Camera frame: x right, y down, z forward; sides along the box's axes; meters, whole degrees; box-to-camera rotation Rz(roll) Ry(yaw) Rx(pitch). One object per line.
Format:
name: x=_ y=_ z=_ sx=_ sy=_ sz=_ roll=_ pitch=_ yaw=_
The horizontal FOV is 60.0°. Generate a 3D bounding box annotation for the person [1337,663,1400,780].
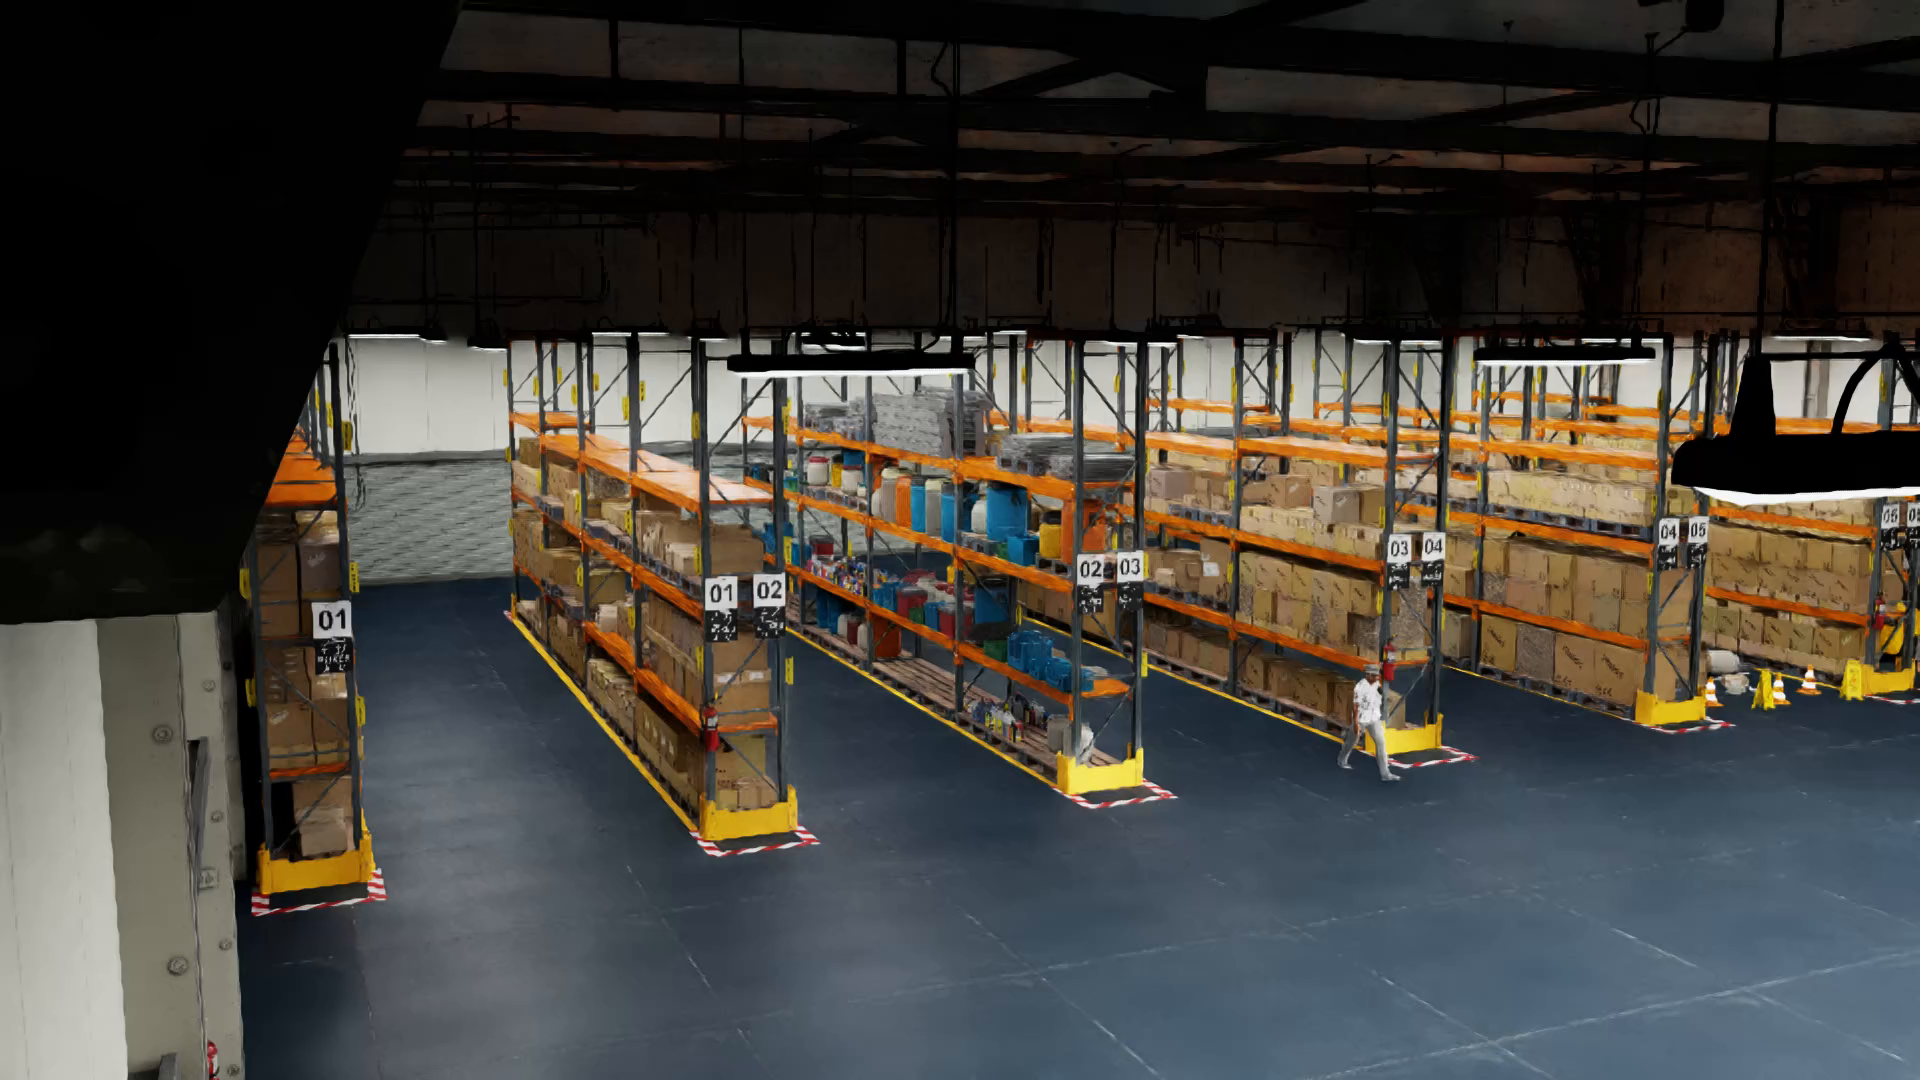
person: x=5.564 y=2.444 z=22.742 sx=0.456 sy=1.589 sz=1.088 roll=-3 pitch=8 yaw=-21

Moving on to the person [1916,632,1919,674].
person: x=15.319 y=1.940 z=26.133 sx=0.582 sy=1.715 sz=0.525 roll=2 pitch=8 yaw=14
